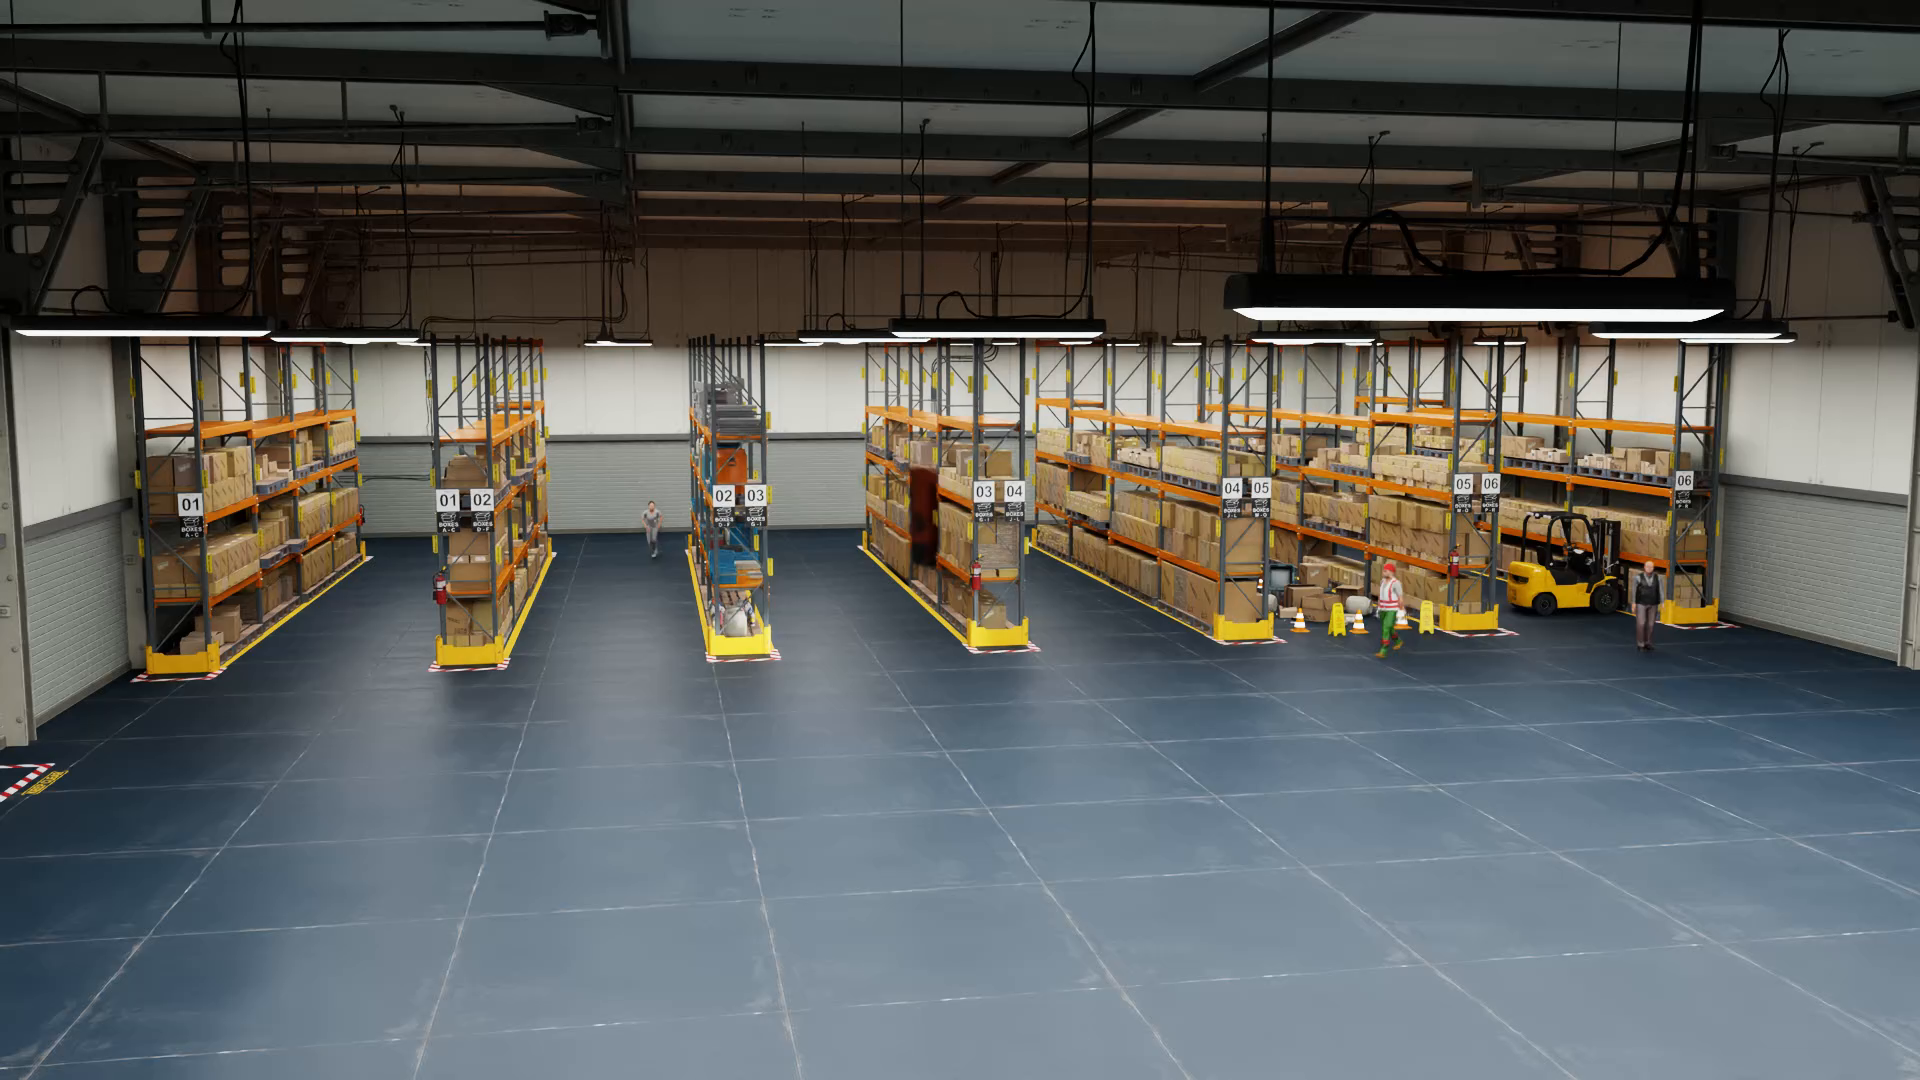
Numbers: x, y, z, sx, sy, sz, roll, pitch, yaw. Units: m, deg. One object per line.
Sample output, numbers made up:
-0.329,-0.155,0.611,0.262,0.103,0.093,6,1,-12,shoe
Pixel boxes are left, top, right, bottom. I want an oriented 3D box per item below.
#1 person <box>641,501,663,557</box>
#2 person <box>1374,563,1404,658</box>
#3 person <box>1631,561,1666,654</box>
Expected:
-8.475,-0.304,45.860,0.553,1.569,0.696,0,7,1,person
8.041,1.302,30.999,1.019,1.753,0.553,-5,8,-39,person
13.049,1.280,31.544,0.585,1.780,0.548,1,7,9,person
